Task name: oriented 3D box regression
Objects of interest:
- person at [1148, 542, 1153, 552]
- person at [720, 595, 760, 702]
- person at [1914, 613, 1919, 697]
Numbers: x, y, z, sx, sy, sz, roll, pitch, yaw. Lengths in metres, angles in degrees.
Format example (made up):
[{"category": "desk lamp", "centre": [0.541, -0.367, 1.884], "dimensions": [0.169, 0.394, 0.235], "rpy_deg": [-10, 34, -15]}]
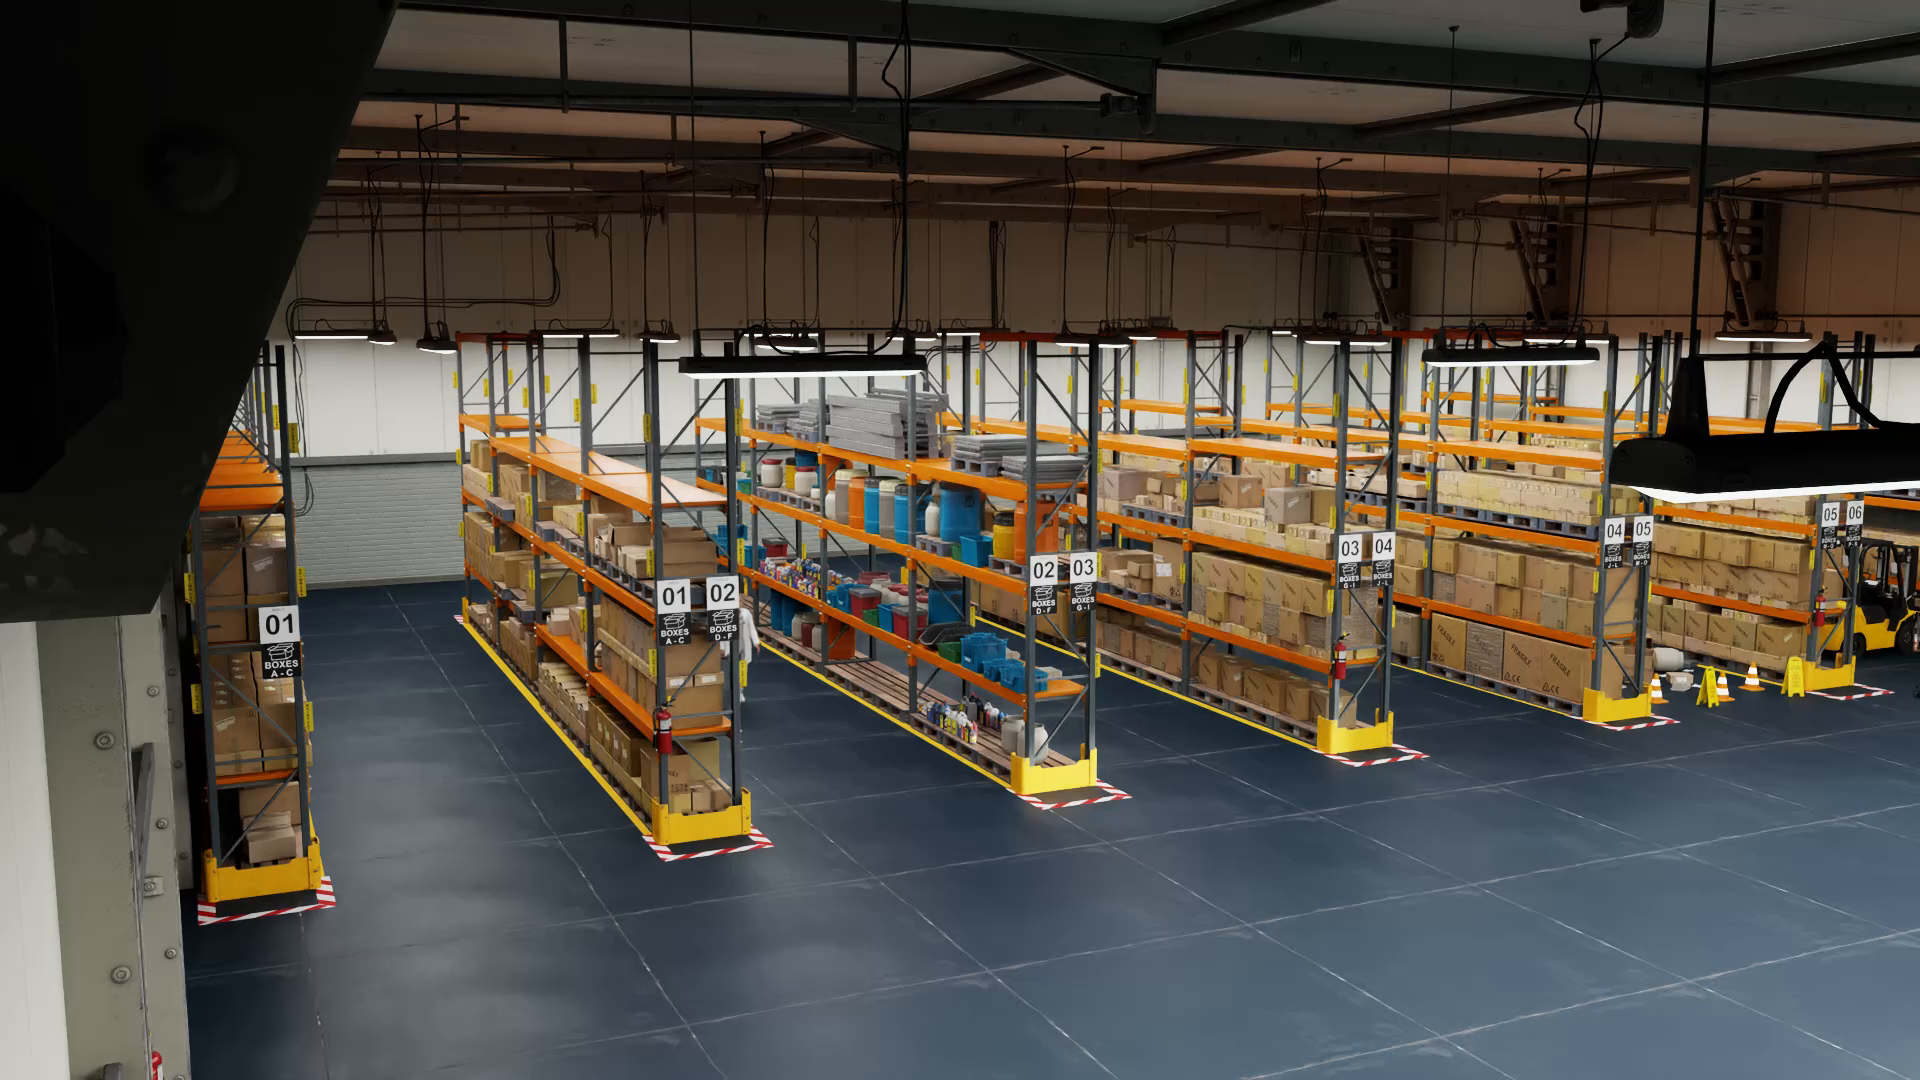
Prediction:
[{"category": "person", "centre": [5.138, -0.440, 43.675], "dimensions": [0.879, 1.755, 0.566], "rpy_deg": [-4, 9, -28]}, {"category": "person", "centre": [-3.517, 1.673, 26.537], "dimensions": [0.640, 1.640, 1.148], "rpy_deg": [-4, 9, -29]}, {"category": "person", "centre": [16.251, 1.764, 27.750], "dimensions": [1.068, 1.672, 0.559], "rpy_deg": [-6, 9, -36]}]
